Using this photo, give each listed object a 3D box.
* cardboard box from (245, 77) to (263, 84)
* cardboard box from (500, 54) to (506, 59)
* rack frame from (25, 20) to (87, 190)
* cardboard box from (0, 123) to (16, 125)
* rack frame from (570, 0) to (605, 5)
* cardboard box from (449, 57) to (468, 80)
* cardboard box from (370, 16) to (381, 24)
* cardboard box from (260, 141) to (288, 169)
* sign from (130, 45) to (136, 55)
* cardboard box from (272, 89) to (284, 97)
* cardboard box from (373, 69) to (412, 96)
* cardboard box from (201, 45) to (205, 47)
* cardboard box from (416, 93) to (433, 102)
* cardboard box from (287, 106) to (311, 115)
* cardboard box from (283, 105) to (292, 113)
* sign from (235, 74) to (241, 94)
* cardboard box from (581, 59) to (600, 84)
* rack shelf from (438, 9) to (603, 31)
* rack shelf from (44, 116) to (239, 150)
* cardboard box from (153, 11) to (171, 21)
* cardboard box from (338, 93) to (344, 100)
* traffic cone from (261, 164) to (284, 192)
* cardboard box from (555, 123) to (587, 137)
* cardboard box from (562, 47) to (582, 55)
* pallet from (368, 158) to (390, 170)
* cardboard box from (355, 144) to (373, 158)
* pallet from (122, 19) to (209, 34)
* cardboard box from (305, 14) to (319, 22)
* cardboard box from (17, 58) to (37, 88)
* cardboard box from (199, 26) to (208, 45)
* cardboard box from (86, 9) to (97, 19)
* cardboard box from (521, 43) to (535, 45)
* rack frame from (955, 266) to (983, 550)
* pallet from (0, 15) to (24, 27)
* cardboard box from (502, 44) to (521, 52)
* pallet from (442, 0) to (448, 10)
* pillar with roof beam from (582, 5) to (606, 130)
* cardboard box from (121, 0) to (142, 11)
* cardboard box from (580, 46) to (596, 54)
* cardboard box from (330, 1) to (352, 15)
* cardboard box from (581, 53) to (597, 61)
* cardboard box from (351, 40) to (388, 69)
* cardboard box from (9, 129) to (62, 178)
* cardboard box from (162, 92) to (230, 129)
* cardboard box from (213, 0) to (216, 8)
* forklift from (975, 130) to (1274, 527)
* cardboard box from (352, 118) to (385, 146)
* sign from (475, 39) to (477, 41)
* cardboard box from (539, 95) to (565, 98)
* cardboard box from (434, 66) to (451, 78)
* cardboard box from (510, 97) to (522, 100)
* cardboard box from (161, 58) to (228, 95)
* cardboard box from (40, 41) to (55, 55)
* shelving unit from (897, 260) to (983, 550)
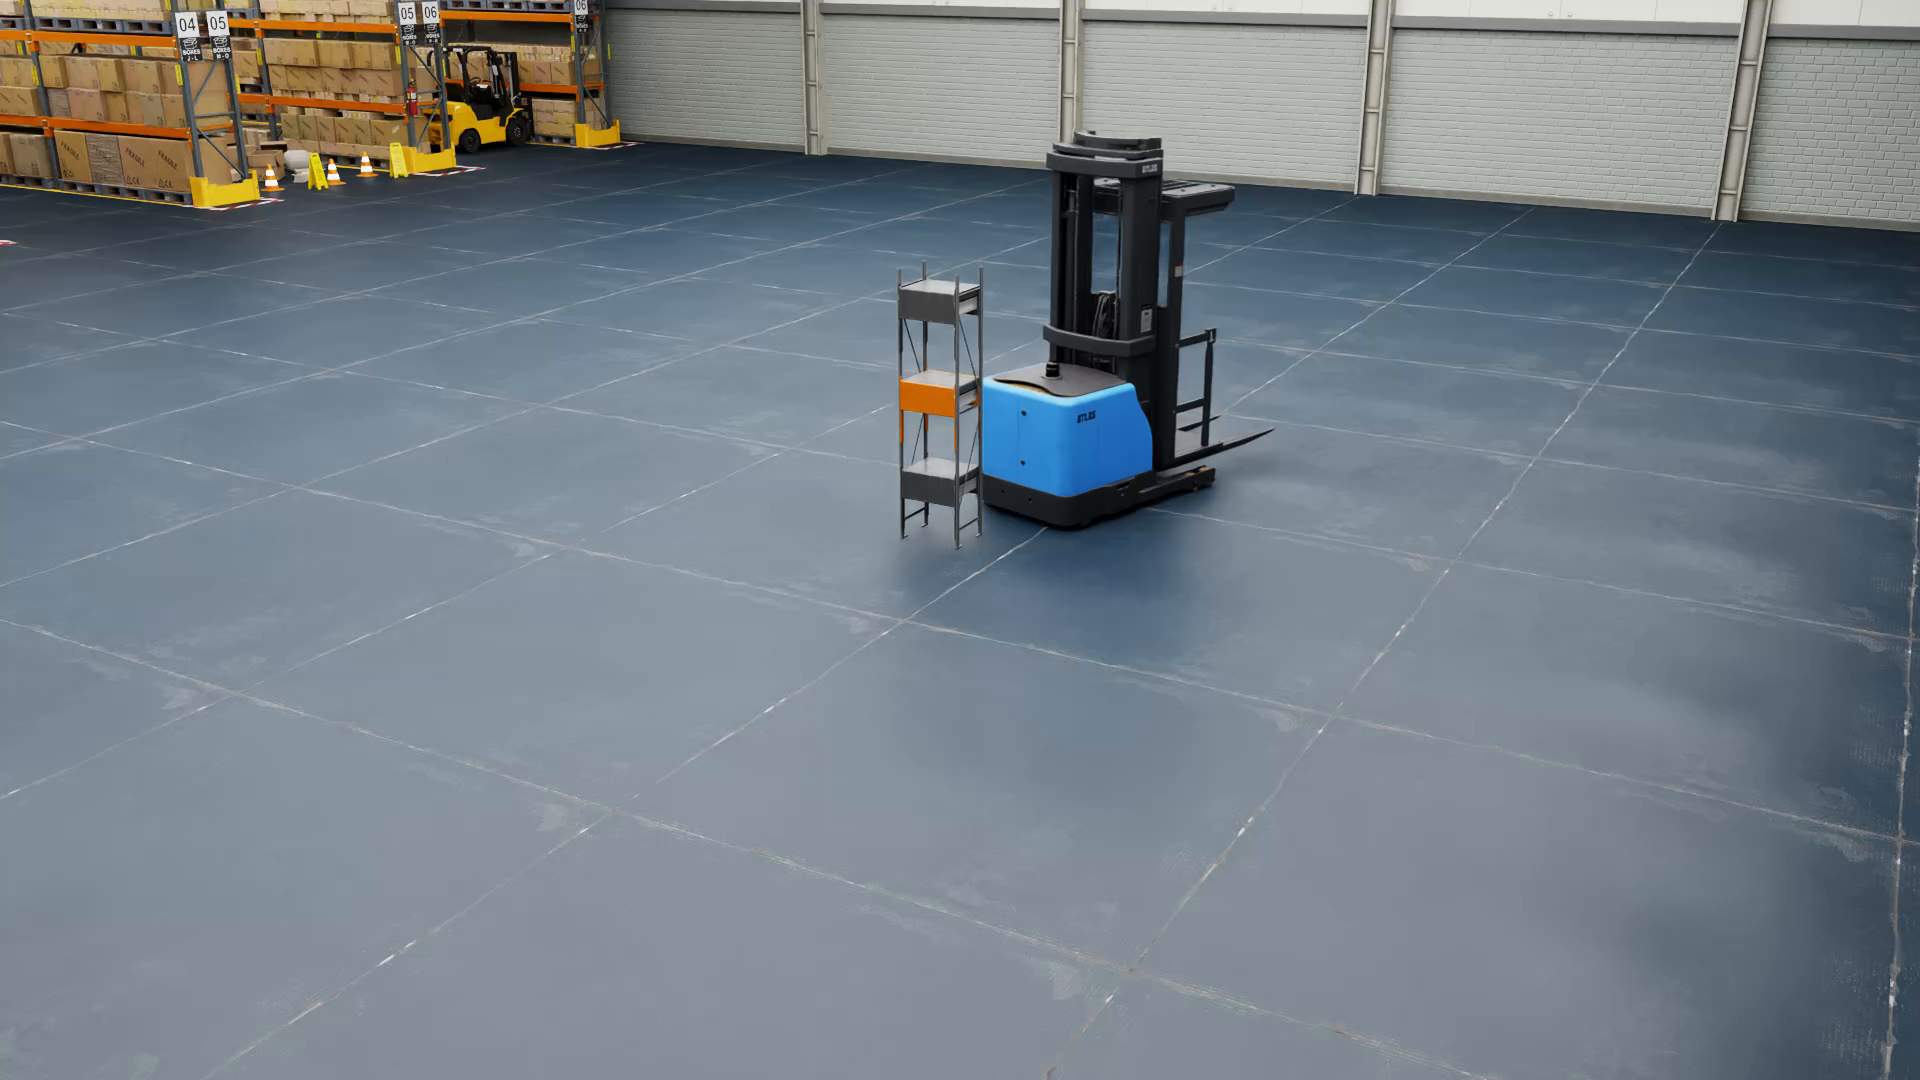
[{"bbox_3d":[-14.642,-9.584,34.640,0.250,0.149,0.380,11,23,28],"label":"cardboard box"},{"bbox_3d":[-10.151,-10.937,37.520,0.250,0.149,0.380,10,22,26],"label":"cardboard box"},{"bbox_3d":[-16.384,-8.011,30.550,0.127,3.000,1.000,11,23,27],"label":"rack frame"},{"bbox_3d":[-22.320,-10.110,39.478,0.875,0.438,0.875,10,22,26],"label":"cardboard box"},{"bbox_3d":[-8.149,-13.135,35.878,0.127,3.000,1.000,11,23,27],"label":"rack frame"},{"bbox_3d":[-11.381,-10.875,38.300,0.500,0.500,0.500,10,22,26],"label":"cardboard box"},{"bbox_3d":[-11.247,-10.136,32.378,0.250,0.149,0.380,11,23,28],"label":"cardboard box"},{"bbox_3d":[-13.787,-7.744,33.477,0.500,0.500,0.500,-7,21,-20],"label":"cardboard box"},{"bbox_3d":[-17.818,-10.545,35.838,0.005,0.325,0.100,11,23,27],"label":"sign"},{"bbox_3d":[-13.940,-9.235,34.294,0.250,0.149,0.380,11,23,27],"label":"cardboard box"},{"bbox_3d":[-11.175,-9.031,32.780,0.500,0.500,0.500,10,22,26],"label":"cardboard box"},{"bbox_3d":[-16.561,-10.475,36.145,0.500,0.500,0.500,10,22,26],"label":"cardboard box"},{"bbox_3d":[-10.762,-8.836,33.194,0.250,0.149,0.380,11,23,28],"label":"cardboard box"},{"bbox_3d":[-13.595,-8.846,34.219,0.250,0.149,0.380,11,23,28],"label":"cardboard box"},{"bbox_3d":[-16.497,-10.846,41.416,0.500,0.500,0.500,12,23,30],"label":"cardboard box"},{"bbox_3d":[-12.616,-7.954,29.008,0.005,0.325,0.100,11,23,27],"label":"sign"},{"bbox_3d":[-8.446,-10.526,37.339,0.500,0.500,0.500,12,23,29],"label":"cardboard box"},{"bbox_3d":[-9.895,-11.719,37.429,4.000,0.370,1.077,11,23,27],"label":"rack shelf"},{"bbox_3d":[-14.638,-7.340,29.756,4.000,0.370,1.077,11,23,27],"label":"rack shelf"},{"bbox_3d":[-13.348,-8.836,28.033,0.250,0.149,0.380,11,23,27],"label":"cardboard box"},{"bbox_3d":[-12.322,-8.976,33.581,0.250,0.149,0.380,11,23,27],"label":"cardboard box"},{"bbox_3d":[-12.663,-6.664,30.558,0.334,0.463,0.336,11,23,27],"label":"traffic cone"},{"bbox_3d":[-8.713,-9.203,37.254,0.500,0.250,0.500,11,23,28],"label":"cardboard box"},{"bbox_3d":[-8.564,-10.803,36.714,0.250,0.149,0.380,11,23,27],"label":"cardboard box"},{"bbox_3d":[-11.325,-7.683,33.737,1.213,0.211,1.003,11,23,27],"label":"pallet"},{"bbox_3d":[-11.852,-7.884,33.616,0.500,0.250,0.500,11,23,27],"label":"cardboard box"},{"bbox_3d":[-13.545,-8.834,28.552,1.213,0.211,1.003,11,23,27],"label":"pallet"},{"bbox_3d":[-12.823,-10.428,33.183,0.250,0.149,0.380,10,22,26],"label":"cardboard box"},{"bbox_3d":[-16.821,-8.609,30.586,0.500,0.500,0.700,10,22,26],"label":"cardboard box"},{"bbox_3d":[-19.795,-13.059,43.150,0.500,0.500,0.500,10,22,26],"label":"cardboard box"},{"bbox_3d":[-14.904,-9.133,28.850,0.250,0.149,0.380,11,23,28],"label":"cardboard box"},{"bbox_3d":[-9.907,-11.234,37.902,0.250,0.149,0.380,12,23,29],"label":"cardboard box"},{"bbox_3d":[0.069,-0.974,12.471,0.015,2.100,0.400,11,23,27],"label":"rack frame"},{"bbox_3d":[-18.311,-9.721,31.143,1.213,0.211,1.003,12,23,30],"label":"pallet"},{"bbox_3d":[-10.118,-11.103,37.541,0.250,0.149,0.380,11,23,28],"label":"cardboard box"},{"bbox_3d":[-12.417,-12.443,38.649,1.217,0.209,0.805,10,22,25],"label":"pallet"},{"bbox_3d":[-10.417,-12.237,33.404,0.400,9.000,9.100,11,23,27],"label":"pillar with roof beam"},{"bbox_3d":[-13.892,-9.151,28.316,0.500,0.250,0.500,11,23,27],"label":"cardboard box"},{"bbox_3d":[-8.338,-10.926,37.052,0.250,0.149,0.380,10,22,26],"label":"cardboard box"},{"bbox_3d":[-12.038,-10.489,32.768,0.500,0.250,0.500,12,23,29],"label":"cardboard box"},{"bbox_3d":[-8.319,-10.800,37.141,0.250,0.149,0.380,10,22,26],"label":"cardboard box"},{"bbox_3d":[-11.557,-9.599,32.880,0.500,0.500,0.700,11,23,28],"label":"cardboard box"},{"bbox_3d":[-16.970,-7.227,31.073,0.750,0.750,1.050,11,23,27],"label":"cardboard box"},{"bbox_3d":[-13.238,-7.464,28.824,0.550,0.550,0.875,11,23,27],"label":"cardboard box"},{"bbox_3d":[-15.523,-11.263,34.721,0.500,0.250,0.500,11,23,28],"label":"cardboard box"},{"bbox_3d":[1.526,-1.893,13.785,3.031,2.935,1.130,-19,27,-41],"label":"forklift"},{"bbox_3d":[-11.850,-8.235,33.484,0.500,0.500,0.500,12,23,29],"label":"cardboard box"},{"bbox_3d":[-11.372,-11.589,39.030,0.005,0.325,0.100,11,23,27],"label":"sign"},{"bbox_3d":[-9.346,-9.994,37.967,0.500,0.250,0.500,11,22,27],"label":"cardboard box"},{"bbox_3d":[-12.209,-10.915,38.776,0.500,0.250,0.500,11,23,29],"label":"cardboard box"},{"bbox_3d":[-10.036,-9.924,37.774,0.500,0.250,0.500,10,22,26],"label":"cardboard box"},{"bbox_3d":[-13.197,-7.997,28.709,0.550,0.550,0.875,11,23,27],"label":"cardboard box"},{"bbox_3d":[-20.341,-11.114,37.491,0.500,0.500,0.500,11,22,27],"label":"cardboard box"},{"bbox_3d":[-0.145,-1.015,12.583,0.503,2.100,0.431,11,23,27],"label":"shelving unit"}]
